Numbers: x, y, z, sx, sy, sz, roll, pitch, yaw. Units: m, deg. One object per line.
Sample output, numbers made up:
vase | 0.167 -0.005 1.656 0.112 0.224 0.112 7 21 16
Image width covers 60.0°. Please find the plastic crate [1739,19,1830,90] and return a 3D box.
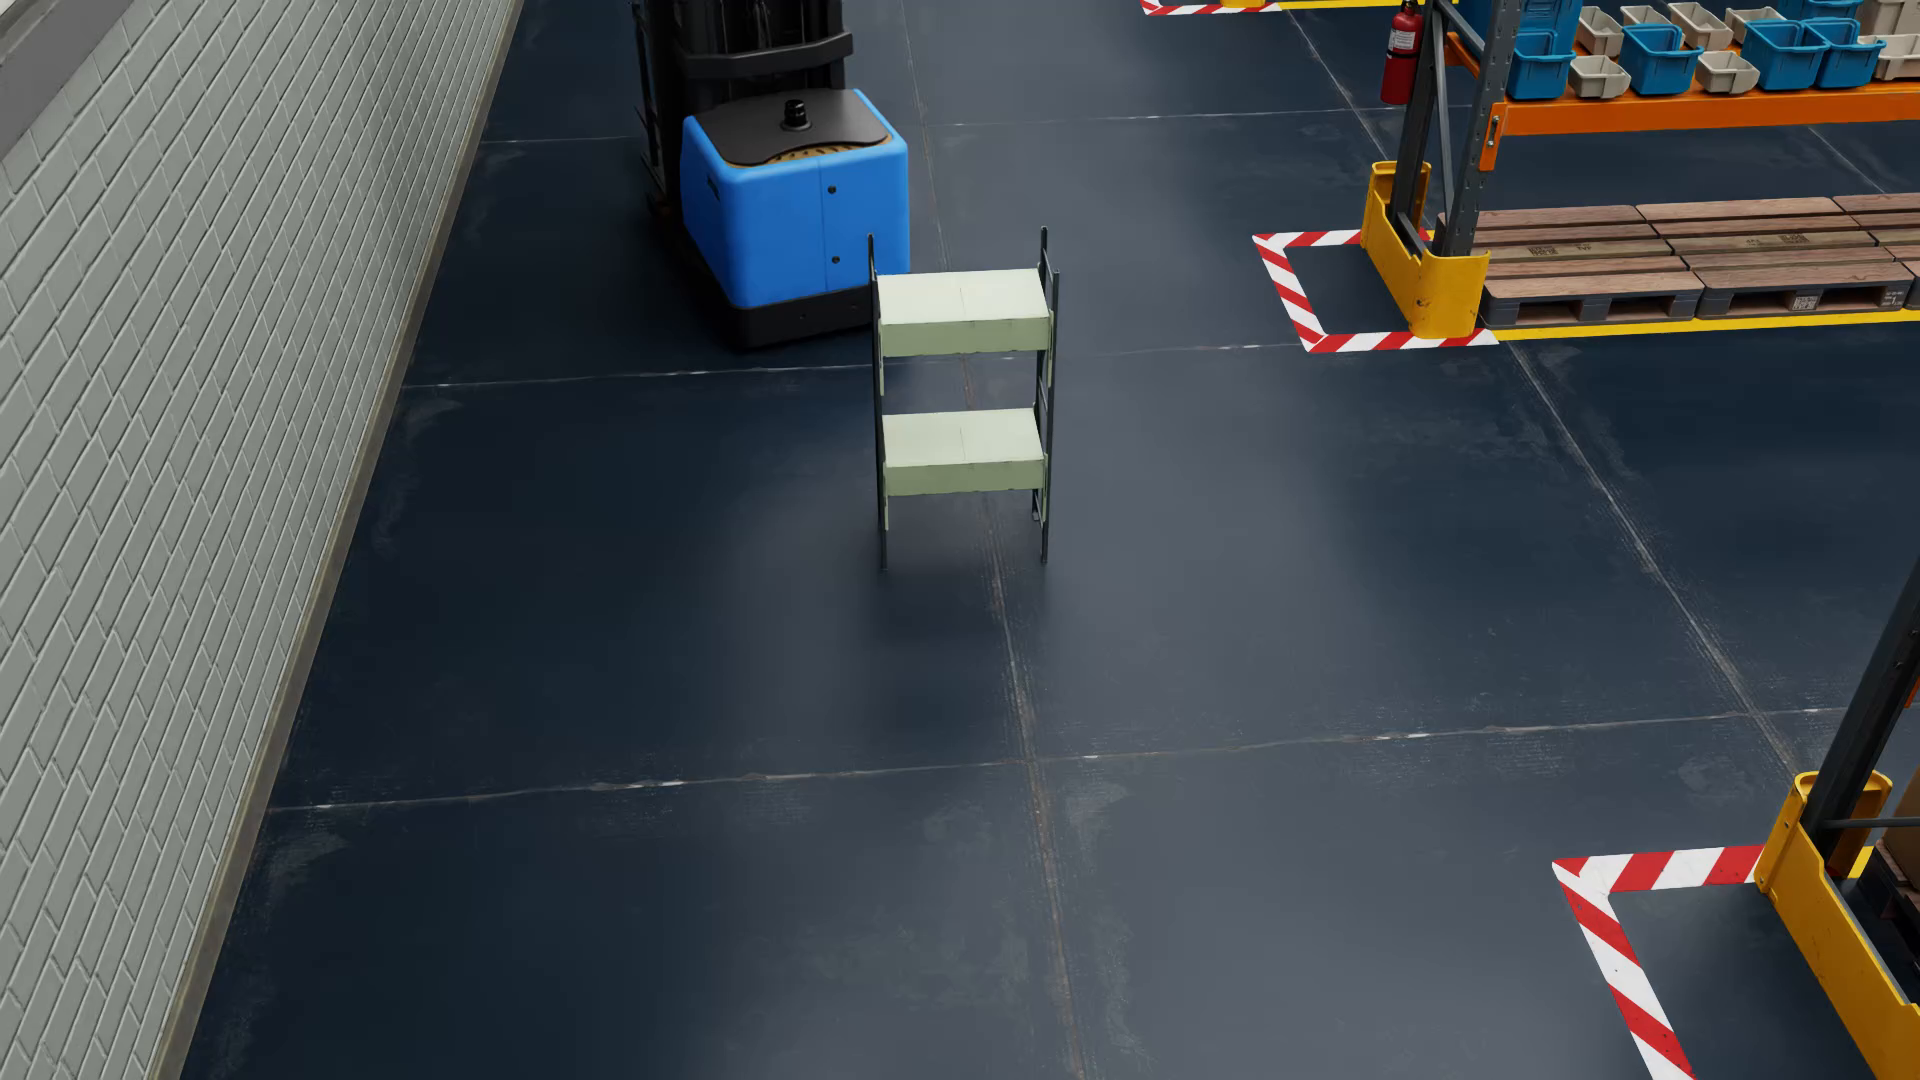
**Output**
plastic crate | 4.233 -2.498 8.581 0.300 0.233 0.416 -3 38 -4

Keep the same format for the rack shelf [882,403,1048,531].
rack shelf | 0.007 -0.333 7.488 0.720 0.370 0.431 -3 38 -4

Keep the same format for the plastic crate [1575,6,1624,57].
plastic crate | 3.443 -2.734 8.958 0.243 0.136 0.396 -3 38 -4

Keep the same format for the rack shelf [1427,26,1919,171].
rack shelf | 4.639 -2.485 9.059 4.000 0.370 1.077 -3 38 -4

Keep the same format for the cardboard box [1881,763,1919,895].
cardboard box | 3.602 1.026 5.692 0.500 0.500 0.500 -3 38 -4

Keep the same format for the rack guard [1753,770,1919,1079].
rack guard | 3.158 1.376 5.603 0.348 0.500 1.175 -3 38 -4

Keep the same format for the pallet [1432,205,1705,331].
pallet | 3.472 -1.584 9.587 1.213 0.211 1.003 -3 38 -4

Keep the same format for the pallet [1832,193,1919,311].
pallet | 5.902 -1.718 9.757 1.213 0.211 1.003 -3 38 -4

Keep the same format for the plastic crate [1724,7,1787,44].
plastic crate | 4.302 -2.799 9.041 0.250 0.136 0.298 -3 38 -4

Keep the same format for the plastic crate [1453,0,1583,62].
plastic crate | 2.964 -2.829 8.837 0.499 0.435 0.616 -3 38 -4

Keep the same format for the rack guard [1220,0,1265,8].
rack guard | 2.184 -4.731 13.342 0.348 0.500 1.175 -3 38 -4

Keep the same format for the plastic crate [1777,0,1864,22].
plastic crate | 4.670 -2.886 9.073 0.300 0.233 0.416 -3 38 -4

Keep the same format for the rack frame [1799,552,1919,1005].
rack frame | 3.082 0.399 4.823 0.127 3.000 1.000 -3 38 -4

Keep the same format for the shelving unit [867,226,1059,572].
shelving unit | 0.007 -0.589 7.286 0.755 1.500 0.431 -3 38 -4

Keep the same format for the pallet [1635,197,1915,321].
pallet | 4.684 -1.649 9.670 1.213 0.211 1.003 -3 38 -4

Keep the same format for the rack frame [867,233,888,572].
rack frame | -0.358 -0.569 7.260 0.023 1.500 0.400 -3 38 -4

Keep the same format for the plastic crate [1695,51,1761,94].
plastic crate | 3.924 -2.392 8.524 0.298 0.136 0.250 -3 38 -4

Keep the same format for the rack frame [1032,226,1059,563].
rack frame | 0.371 -0.609 7.311 0.023 1.500 0.400 -3 38 -4

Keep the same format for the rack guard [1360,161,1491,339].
rack guard | 2.624 -1.667 9.459 0.348 0.500 1.175 -3 38 -4

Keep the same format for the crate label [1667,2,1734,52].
crate label | 4.008 -2.771 9.005 0.243 0.136 0.396 -3 38 -4

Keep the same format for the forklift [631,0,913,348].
forklift | -1.281 -3.100 9.312 1.130 2.935 3.031 -14 40 -17

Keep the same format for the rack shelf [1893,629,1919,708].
rack shelf | 5.074 0.571 5.185 4.000 0.370 1.077 -3 38 -4

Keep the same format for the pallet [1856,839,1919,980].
pallet | 3.952 1.445 5.748 1.213 0.211 1.003 -3 38 -4

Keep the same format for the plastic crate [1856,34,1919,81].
plastic crate | 4.923 -2.516 8.682 0.466 0.136 0.293 -3 38 -4

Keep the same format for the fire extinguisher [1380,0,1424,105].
fire extinguisher | 2.456 -2.753 9.181 0.183 0.674 0.296 -3 38 -4

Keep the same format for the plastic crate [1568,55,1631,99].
plastic crate | 3.249 -2.355 8.477 0.298 0.136 0.250 -3 38 -4

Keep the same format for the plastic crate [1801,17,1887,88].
plastic crate | 4.532 -2.515 8.602 0.300 0.233 0.416 -3 38 -4

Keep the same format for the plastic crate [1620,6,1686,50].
plastic crate | 3.733 -2.741 8.967 0.243 0.136 0.396 -3 38 -4

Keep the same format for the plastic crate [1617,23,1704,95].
plastic crate | 3.578 -2.462 8.535 0.300 0.233 0.416 -3 38 -4

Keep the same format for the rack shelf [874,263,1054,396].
rack shelf | 0.007 -0.896 7.044 0.720 0.370 0.431 -3 38 -4

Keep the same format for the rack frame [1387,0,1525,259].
rack frame | 2.647 -2.658 8.697 0.127 3.000 1.000 -3 38 -4

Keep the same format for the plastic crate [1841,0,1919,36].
plastic crate | 5.094 -2.884 9.031 0.530 0.282 0.437 -3 38 -4

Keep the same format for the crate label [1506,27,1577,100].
crate label | 2.922 -2.426 8.490 0.303 0.233 0.416 -3 38 -4
